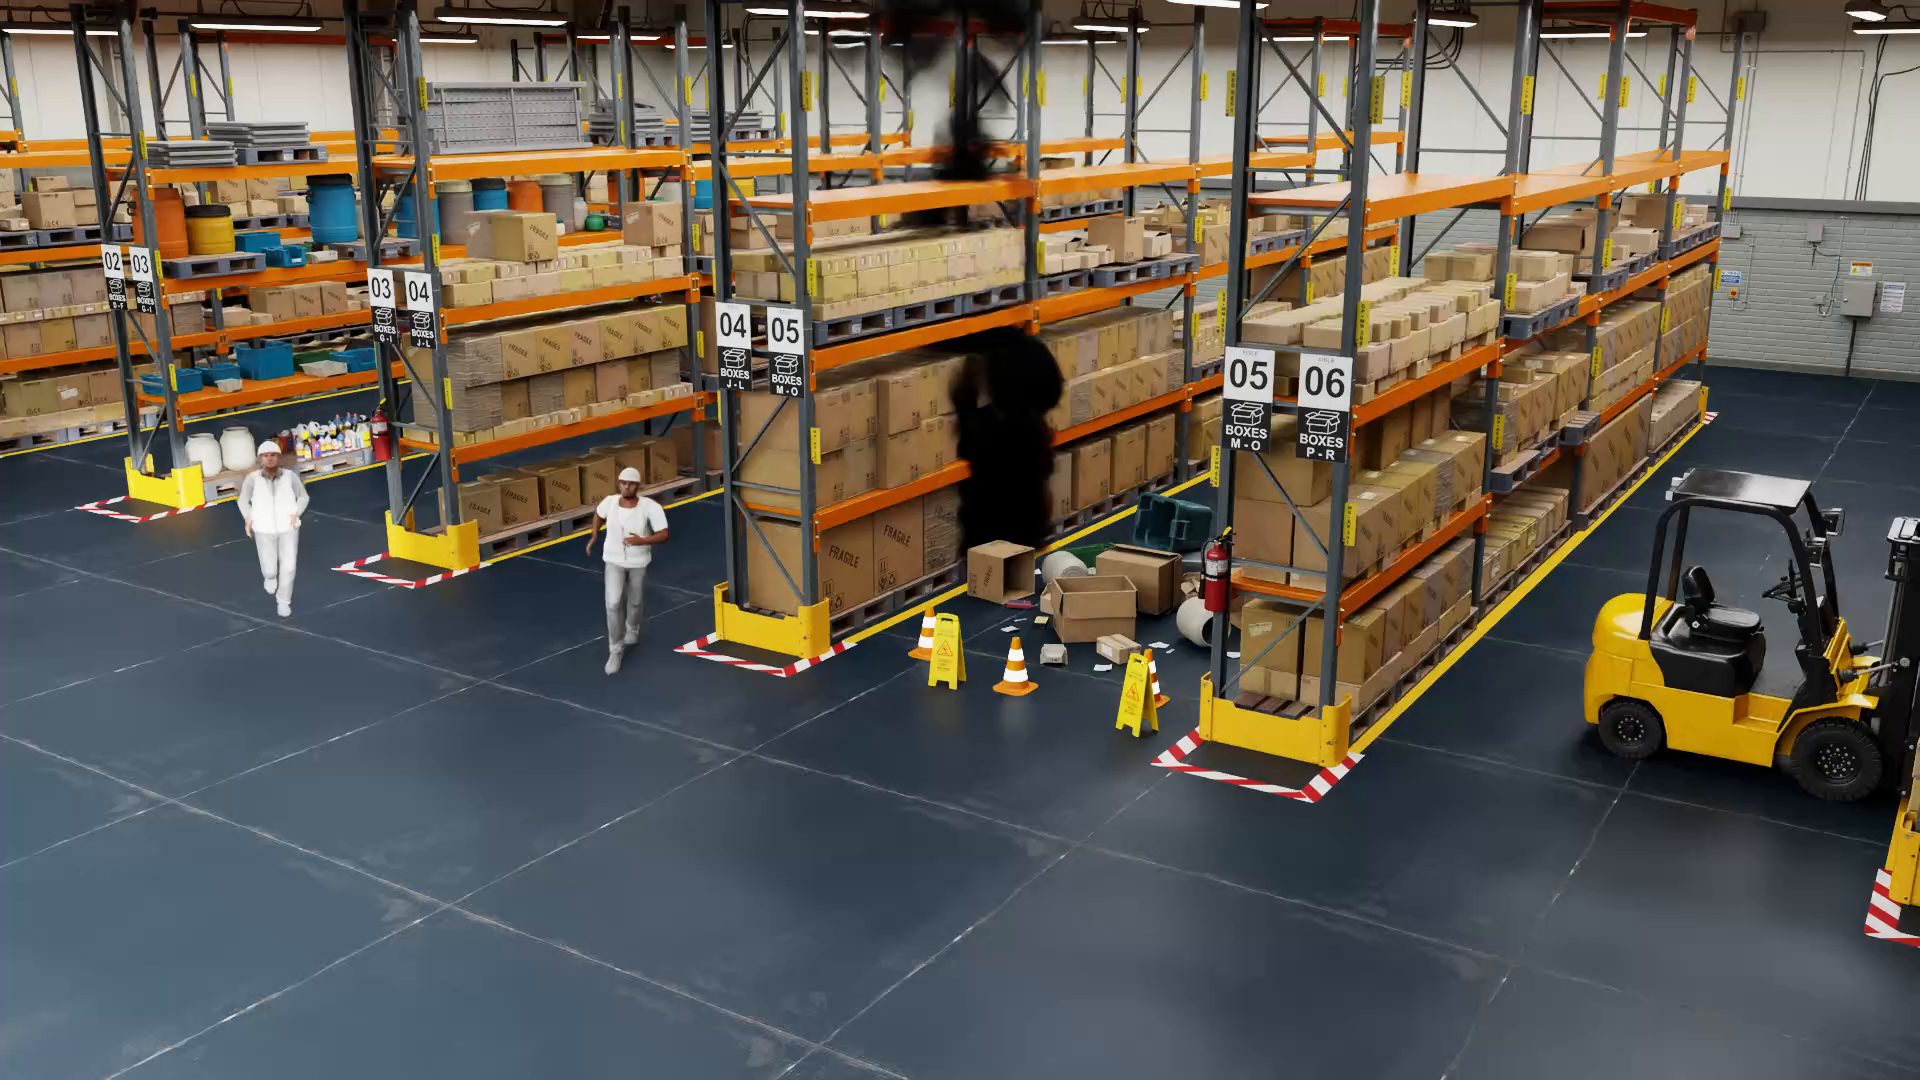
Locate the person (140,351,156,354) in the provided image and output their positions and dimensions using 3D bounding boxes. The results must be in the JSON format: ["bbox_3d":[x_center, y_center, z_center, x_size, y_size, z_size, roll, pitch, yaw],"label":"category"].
[{"bbox_3d":[-13.302,-3.152,27.379,0.602,1.661,0.940,8,17,26],"label":"person"}]

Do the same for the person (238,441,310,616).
[{"bbox_3d":[-6.788,-0.132,16.521,0.661,1.736,0.596,-7,17,-23],"label":"person"}]

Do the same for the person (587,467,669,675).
[{"bbox_3d":[-3.002,0.233,15.081,0.748,1.813,0.818,-2,16,-8],"label":"person"}]
